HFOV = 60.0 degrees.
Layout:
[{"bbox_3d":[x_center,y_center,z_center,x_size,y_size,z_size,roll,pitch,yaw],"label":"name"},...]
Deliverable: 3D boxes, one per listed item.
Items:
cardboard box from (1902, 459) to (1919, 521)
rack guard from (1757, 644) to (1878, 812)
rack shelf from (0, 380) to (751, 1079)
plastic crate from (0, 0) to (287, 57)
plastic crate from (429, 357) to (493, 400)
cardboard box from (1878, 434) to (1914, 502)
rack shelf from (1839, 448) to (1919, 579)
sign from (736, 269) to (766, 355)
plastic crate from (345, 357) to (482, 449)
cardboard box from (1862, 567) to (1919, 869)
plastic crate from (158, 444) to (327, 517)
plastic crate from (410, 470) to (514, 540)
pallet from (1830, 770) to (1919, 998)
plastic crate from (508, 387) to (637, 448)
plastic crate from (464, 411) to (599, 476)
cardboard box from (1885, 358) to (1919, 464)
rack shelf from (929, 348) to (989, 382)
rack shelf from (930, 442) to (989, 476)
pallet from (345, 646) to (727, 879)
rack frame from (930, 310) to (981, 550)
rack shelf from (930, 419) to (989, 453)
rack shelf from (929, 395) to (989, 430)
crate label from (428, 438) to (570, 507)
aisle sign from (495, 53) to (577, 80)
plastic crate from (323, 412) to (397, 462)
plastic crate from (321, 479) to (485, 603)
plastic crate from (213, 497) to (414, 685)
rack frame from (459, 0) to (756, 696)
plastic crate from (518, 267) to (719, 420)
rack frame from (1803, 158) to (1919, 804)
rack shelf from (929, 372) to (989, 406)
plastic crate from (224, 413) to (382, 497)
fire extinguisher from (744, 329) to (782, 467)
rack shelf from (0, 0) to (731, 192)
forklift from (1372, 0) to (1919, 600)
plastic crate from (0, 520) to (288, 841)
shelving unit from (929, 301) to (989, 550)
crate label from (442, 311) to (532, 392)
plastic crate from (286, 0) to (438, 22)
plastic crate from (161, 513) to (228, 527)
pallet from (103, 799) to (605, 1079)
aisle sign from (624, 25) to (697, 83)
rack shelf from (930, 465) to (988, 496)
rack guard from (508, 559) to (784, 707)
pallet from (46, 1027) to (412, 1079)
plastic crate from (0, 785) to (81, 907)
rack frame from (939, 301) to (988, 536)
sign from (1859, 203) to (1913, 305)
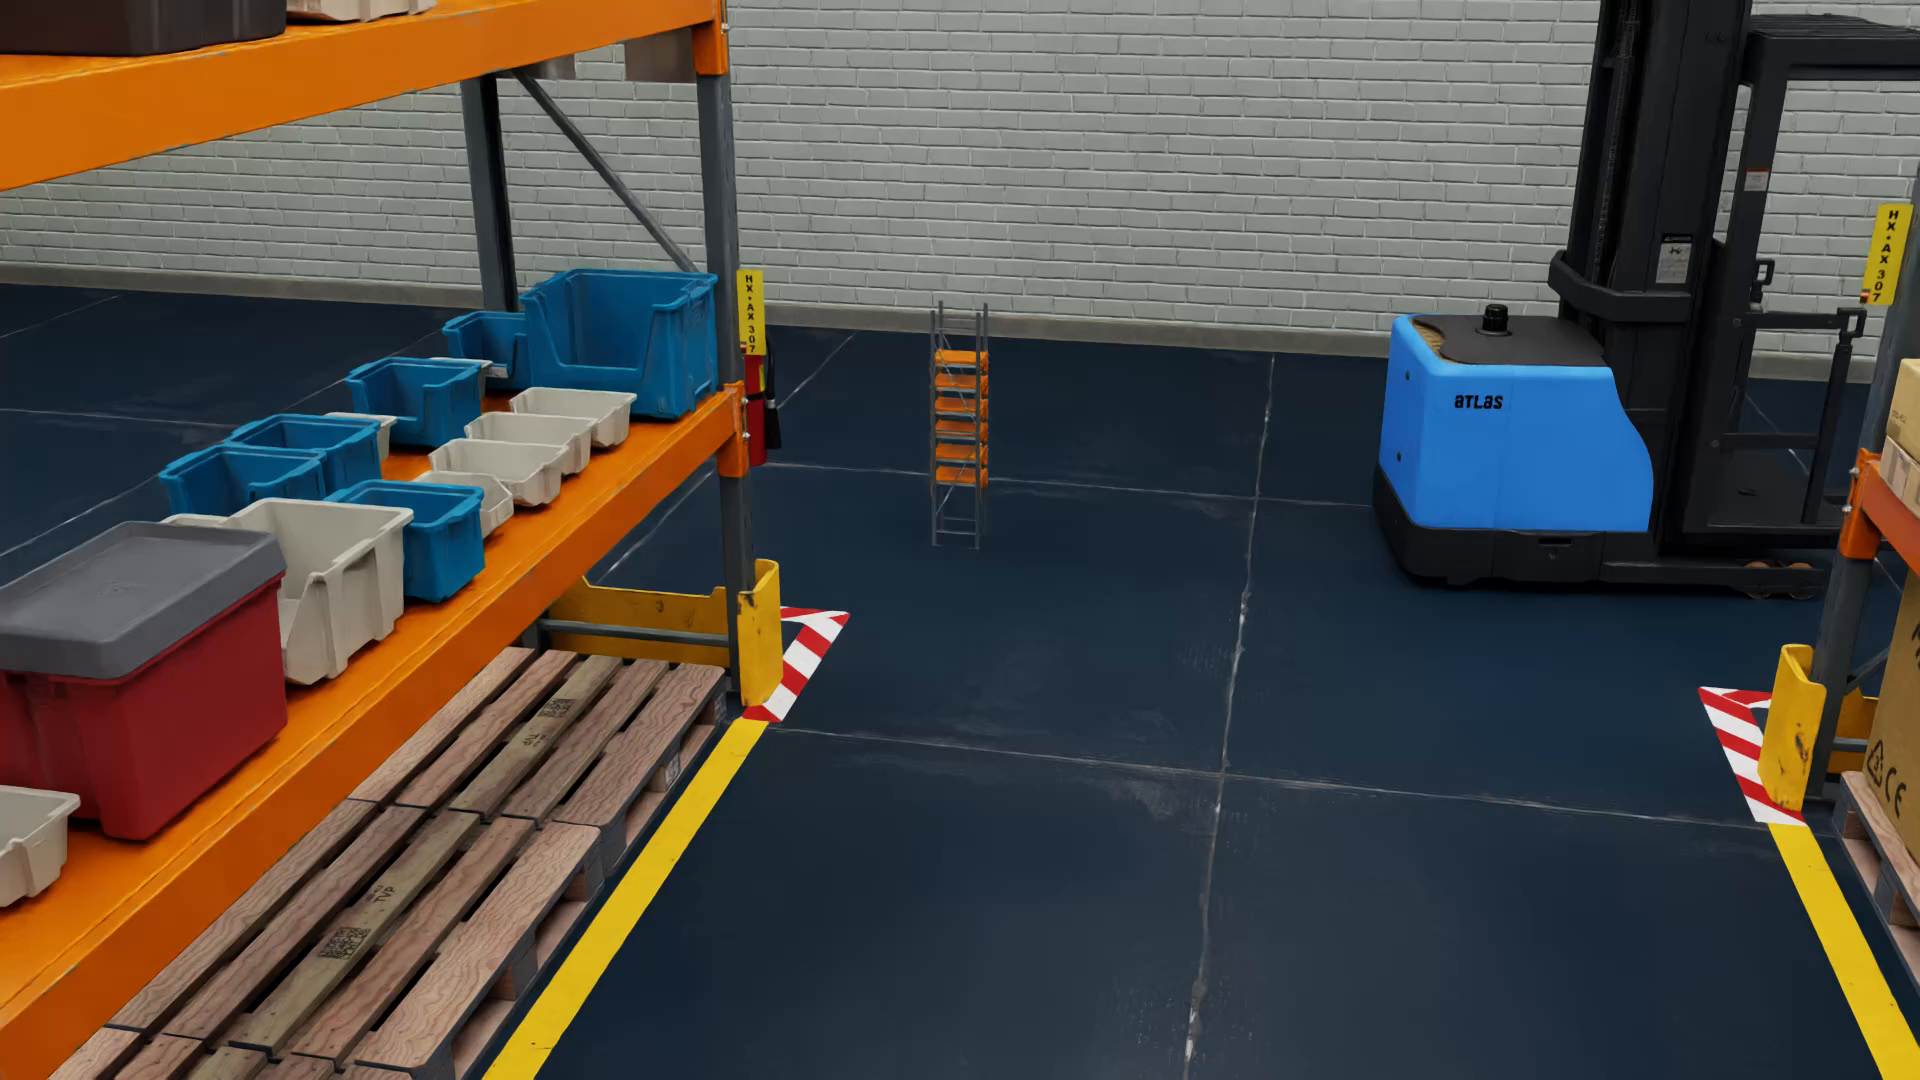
[{"bbox_3d":[3.078,-0.121,4.976,0.380,0.149,0.250,4,22,10],"label":"cardboard box"},{"bbox_3d":[3.529,0.714,5.911,1.175,0.500,0.348,4,22,11],"label":"rack guard"},{"bbox_3d":[-1.733,0.251,4.678,1.077,0.370,4.000,4,22,11],"label":"rack shelf"},{"bbox_3d":[-1.619,-1.115,3.268,0.497,0.269,0.590,4,22,11],"label":"plastic crate"},{"bbox_3d":[-1.844,-0.543,5.960,0.250,0.136,0.298,4,22,11],"label":"plastic crate"},{"bbox_3d":[3.129,-0.215,5.209,0.380,0.149,0.250,5,22,12],"label":"cardboard box"},{"bbox_3d":[3.116,0.629,3.740,1.077,0.370,4.000,4,22,11],"label":"rack shelf"},{"bbox_3d":[-0.783,-0.854,6.240,0.100,0.325,0.005,4,22,11],"label":"sign"},{"bbox_3d":[-1.831,-0.458,5.620,0.416,0.233,0.300,4,22,11],"label":"plastic crate"},{"bbox_3d":[3.472,0.594,5.144,0.875,0.875,0.875,4,22,11],"label":"cardboard box"},{"bbox_3d":[-2.027,-0.108,4.750,0.416,0.233,0.300,4,22,11],"label":"plastic crate"},{"bbox_3d":[-1.462,-0.089,4.833,0.298,0.136,0.250,4,22,11],"label":"plastic crate"},{"bbox_3d":[3.438,1.155,5.202,1.003,0.211,1.213,4,22,11],"label":"pallet"},{"bbox_3d":[-1.314,-0.408,5.623,0.396,0.136,0.243,4,22,11],"label":"plastic crate"},{"bbox_3d":[-1.387,-0.303,5.363,0.396,0.136,0.243,4,22,11],"label":"plastic crate"},{"bbox_3d":[3.162,-0.350,5.010,0.500,0.250,0.500,4,22,9],"label":"cardboard box"},{"bbox_3d":[-0.003,-0.844,7.998,0.258,0.103,0.180,4,22,11],"label":"rack shelf"},{"bbox_3d":[-0.003,-0.399,8.178,0.258,0.103,0.180,4,22,11],"label":"rack shelf"},{"bbox_3d":[-1.531,0.778,6.139,1.003,0.211,1.213,4,22,11],"label":"pallet"},{"bbox_3d":[-0.022,-0.518,8.033,0.240,1.200,0.006,4,22,11],"label":"rack frame"},{"bbox_3d":[-0.003,-0.510,8.133,0.258,0.103,0.180,4,22,11],"label":"rack shelf"},{"bbox_3d":[-0.003,-0.621,8.088,0.258,0.103,0.180,4,22,11],"label":"rack shelf"},{"bbox_3d":[-1.420,-0.199,5.105,0.396,0.136,0.243,4,22,11],"label":"crate label"},{"bbox_3d":[-1.601,-2.069,5.996,0.394,0.787,0.004,4,22,11],"label":"aisle sign"},{"bbox_3d":[-1.982,-0.295,5.344,0.250,0.136,0.298,4,22,11],"label":"plastic crate"},{"bbox_3d":[-1.492,0.006,4.466,0.416,0.233,0.300,4,22,11],"label":"plastic crate"},{"bbox_3d":[-1.649,0.132,4.090,0.437,0.282,0.530,4,22,11],"label":"plastic crate"},{"bbox_3d":[-1.324,-0.814,6.360,1.000,3.000,0.127,4,22,11],"label":"rack frame"},{"bbox_3d":[-1.210,-0.722,6.002,0.616,0.435,0.499,4,22,11],"label":"plastic crate"},{"bbox_3d":[3.524,-0.437,5.422,1.000,3.000,0.127,4,22,11],"label":"rack frame"},{"bbox_3d":[-0.003,-0.733,8.043,0.258,0.103,0.180,4,22,11],"label":"rack shelf"},{"bbox_3d":[-1.966,-0.218,5.022,0.416,0.233,0.300,4,22,11],"label":"plastic crate"},{"bbox_3d":[-0.849,-0.626,6.495,0.296,0.674,0.183,4,22,11],"label":"fire extinguisher"},{"bbox_3d":[-1.733,-1.140,4.118,1.077,0.370,4.000,4,22,11],"label":"rack shelf"},{"bbox_3d":[3.626,-1.290,7.633,3.031,2.935,1.130,1,22,3],"label":"forklift"},{"bbox_3d":[-1.713,0.284,3.468,0.402,0.464,0.583,4,22,11],"label":"plastic crate"},{"bbox_3d":[-0.003,-0.551,8.116,0.258,1.200,0.189,4,22,11],"label":"shelving unit"},{"bbox_3d":[-1.697,-0.699,6.218,0.416,0.233,0.303,4,22,11],"label":"crate label"},{"bbox_3d":[-1.503,-1.309,3.925,0.437,0.136,0.530,4,22,11],"label":"plastic crate"},{"bbox_3d":[-2.080,0.084,4.404,0.293,0.136,0.466,4,22,11],"label":"plastic crate"},{"bbox_3d":[-1.782,1.223,5.035,1.003,0.211,1.213,4,22,11],"label":"pallet"},{"bbox_3d":[-1.023,-2.024,5.884,0.394,0.787,0.004,4,22,11],"label":"aisle sign"},{"bbox_3d":[-0.003,-0.287,8.223,0.258,0.103,0.180,4,22,11],"label":"rack shelf"},{"bbox_3d":[-1.332,0.336,6.851,1.175,0.500,0.348,4,22,11],"label":"rack guard"},{"bbox_3d":[-2.029,1.670,3.923,1.003,0.211,1.213,4,22,11],"label":"pallet"},{"bbox_3d":[-1.906,0.584,3.161,0.396,0.136,0.243,4,22,11],"label":"plastic crate"},{"bbox_3d":[0.016,-0.585,8.199,0.240,1.200,0.006,4,22,11],"label":"rack frame"},{"bbox_3d":[2.982,-0.919,5.356,0.100,0.325,0.005,4,22,11],"label":"sign"}]
